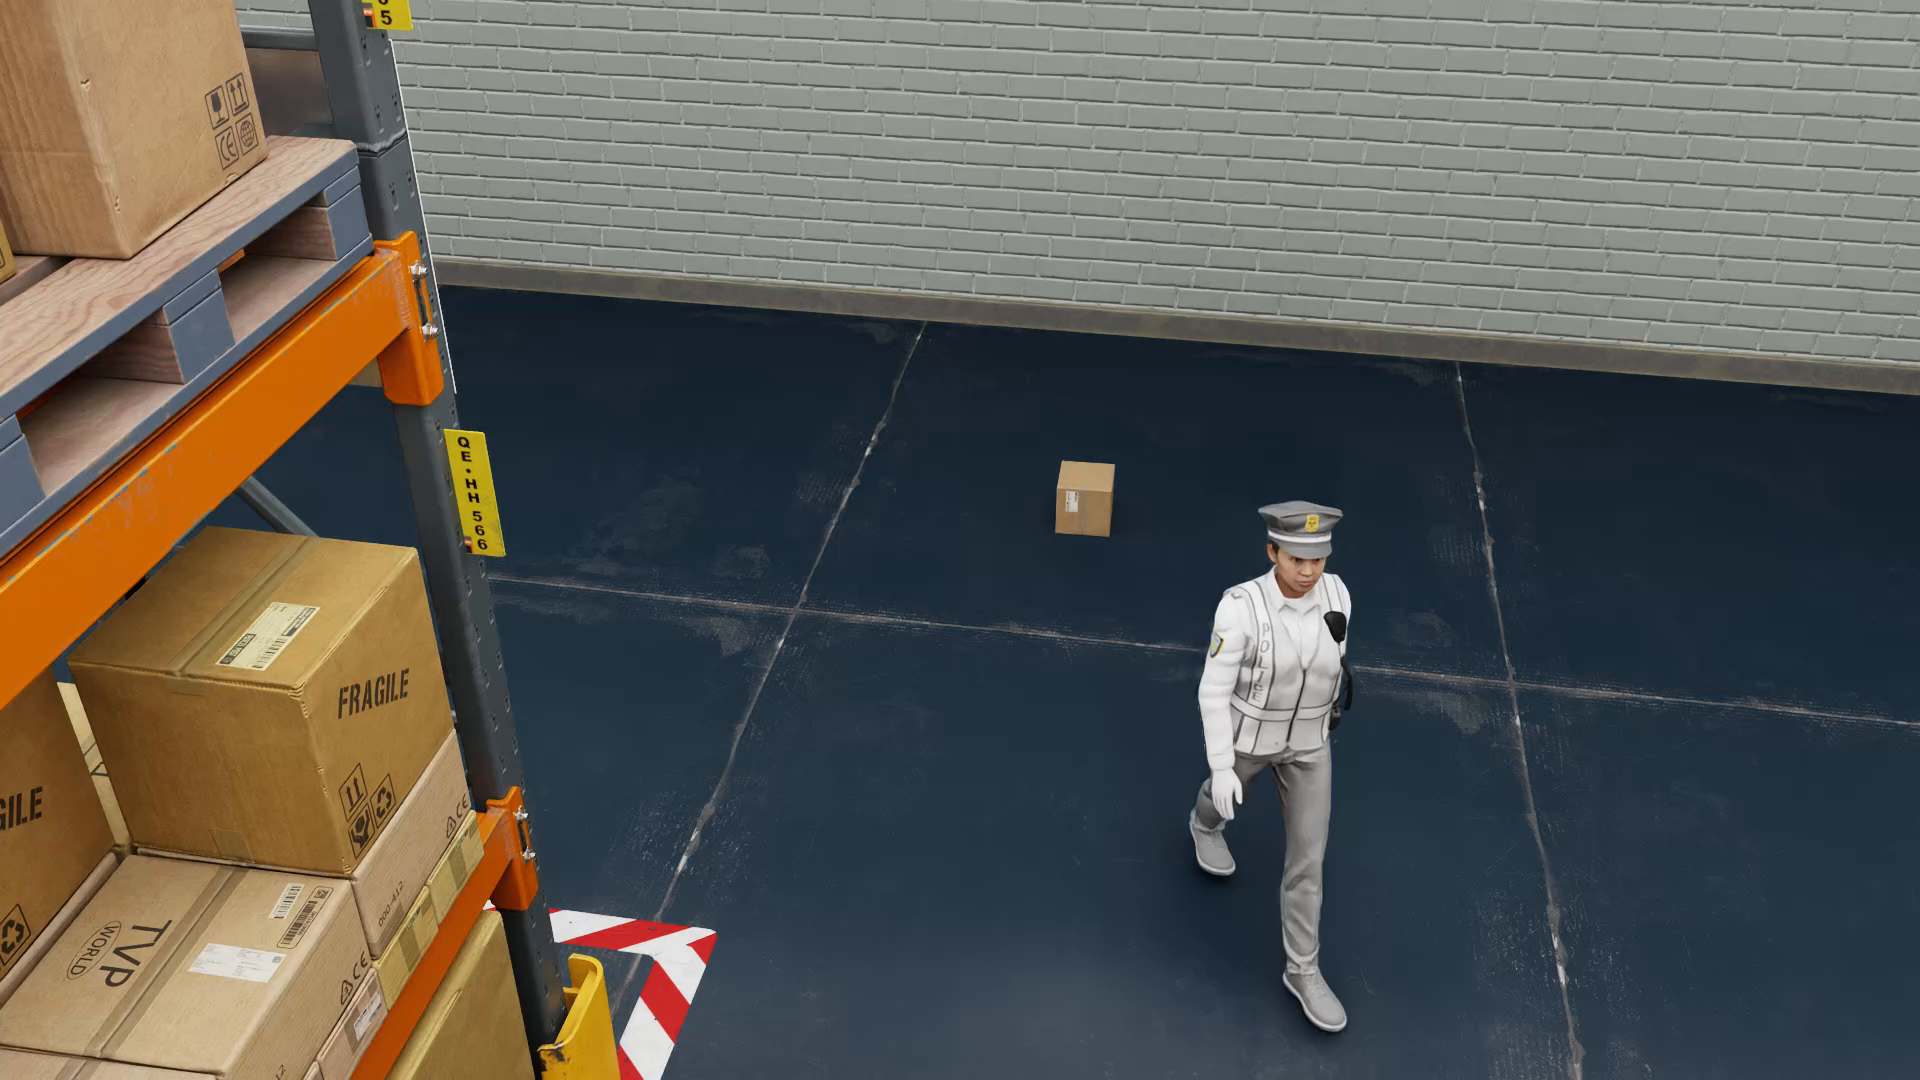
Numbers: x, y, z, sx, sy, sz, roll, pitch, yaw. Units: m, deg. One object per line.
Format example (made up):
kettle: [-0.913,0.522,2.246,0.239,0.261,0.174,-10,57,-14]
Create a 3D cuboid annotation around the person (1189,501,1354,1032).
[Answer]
person: [0.975,0.617,5.139,0.514,1.627,0.995,-5,33,-8]
